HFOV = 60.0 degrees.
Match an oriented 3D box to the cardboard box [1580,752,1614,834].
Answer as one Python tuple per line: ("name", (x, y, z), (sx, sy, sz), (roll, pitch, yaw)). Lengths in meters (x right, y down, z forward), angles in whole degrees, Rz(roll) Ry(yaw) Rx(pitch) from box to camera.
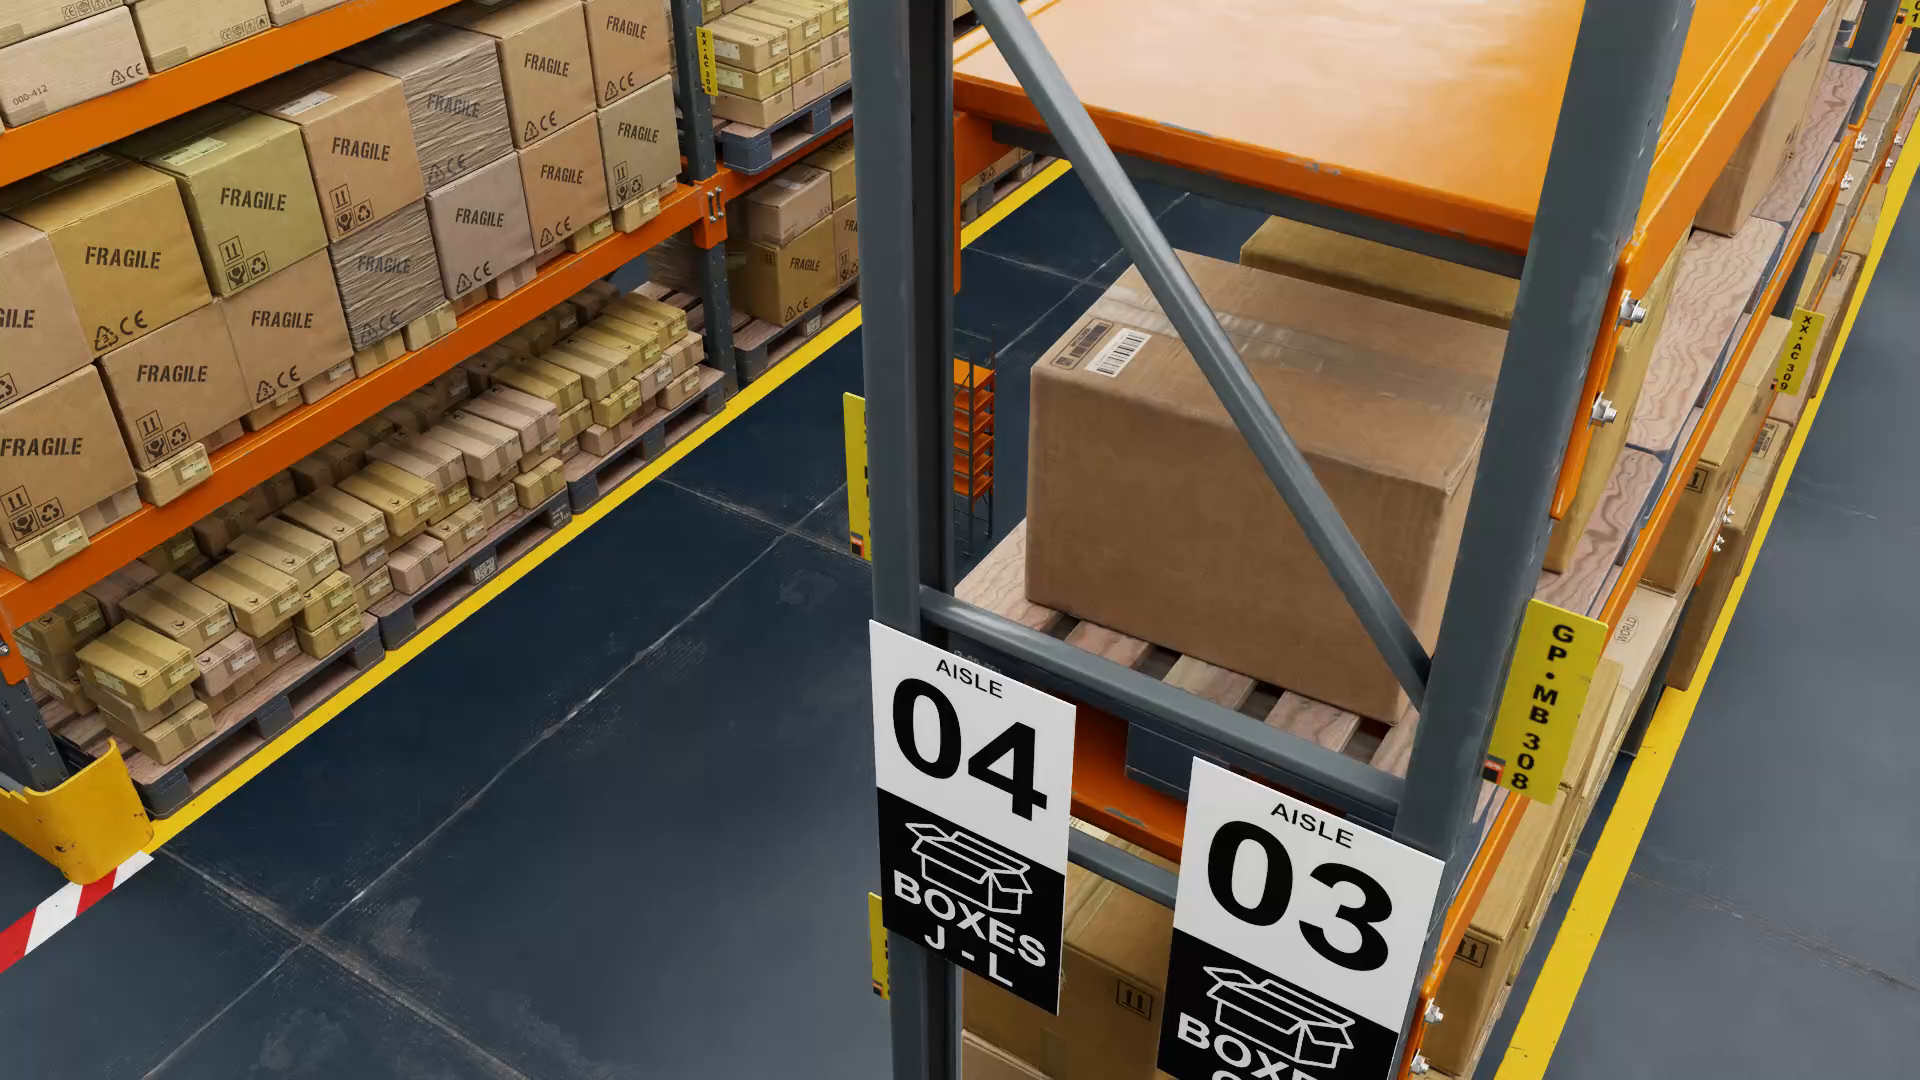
("cardboard box", (1.738, 0.696, 5.035), (0.380, 0.149, 0.250), (22, 43, 26))

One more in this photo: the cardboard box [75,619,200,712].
("cardboard box", (-3.259, 0.495, 6.595), (0.380, 0.149, 0.250), (19, 42, 23))

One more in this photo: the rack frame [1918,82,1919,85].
("rack frame", (6.736, -4.585, 11.680), (1.000, 3.000, 0.127), (21, 42, 25))

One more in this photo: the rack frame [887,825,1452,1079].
("rack frame", (0.307, 1.601, 3.656), (1.000, 3.000, 0.127), (21, 42, 25))

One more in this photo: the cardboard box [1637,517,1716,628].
("cardboard box", (2.160, 0.062, 5.532), (0.500, 0.250, 0.500), (22, 43, 26))

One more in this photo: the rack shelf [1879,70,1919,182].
("rack shelf", (5.665, -3.269, 10.563), (1.077, 0.370, 4.000), (21, 42, 25))

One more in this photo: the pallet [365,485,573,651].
("pallet", (-2.666, -0.042, 8.071), (1.003, 0.211, 1.213), (21, 42, 25))

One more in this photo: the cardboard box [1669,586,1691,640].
("cardboard box", (2.288, 0.168, 5.721), (0.380, 0.149, 0.250), (20, 42, 24))

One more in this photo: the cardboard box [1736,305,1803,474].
("cardboard box", (2.908, -0.656, 6.502), (0.500, 0.500, 0.500), (21, 42, 25))

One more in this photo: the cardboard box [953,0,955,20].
("cardboard box", (-0.251, -3.059, 9.562), (0.380, 0.149, 0.250), (19, 42, 23))

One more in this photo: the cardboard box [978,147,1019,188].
("cardboard box", (0.046, -2.683, 10.916), (0.500, 0.500, 0.500), (23, 43, 27))

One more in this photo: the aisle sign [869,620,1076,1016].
("aisle sign", (0.016, 0.510, 2.941), (0.394, 0.787, 0.004), (21, 42, 25))

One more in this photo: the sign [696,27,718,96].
("sign", (-1.221, -2.305, 8.013), (0.100, 0.325, 0.005), (21, 42, 25))

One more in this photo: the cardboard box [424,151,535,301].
("cardboard box", (-2.251, -1.428, 7.259), (0.500, 0.500, 0.500), (21, 42, 25))

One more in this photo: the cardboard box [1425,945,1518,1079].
("cardboard box", (1.065, 1.113, 4.168), (0.500, 0.250, 0.500), (21, 42, 25))

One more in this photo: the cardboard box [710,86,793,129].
("cardboard box", (-1.084, -2.255, 8.520), (0.380, 0.149, 0.250), (19, 42, 23))

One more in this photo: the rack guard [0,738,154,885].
("rack guard", (-3.786, 0.877, 6.642), (1.175, 0.500, 0.348), (21, 42, 25))

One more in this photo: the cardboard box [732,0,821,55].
("cardboard box", (-0.940, -2.636, 8.527), (0.380, 0.149, 0.250), (22, 43, 26))

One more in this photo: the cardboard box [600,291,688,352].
("cardboard box", (-1.654, -1.140, 8.715), (0.380, 0.149, 0.250), (22, 43, 26))

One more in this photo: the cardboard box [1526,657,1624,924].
("cardboard box", (1.333, 0.560, 4.272), (0.500, 0.500, 0.500), (20, 42, 24))

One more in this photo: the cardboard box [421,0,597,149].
("cardboard box", (-1.979, -2.090, 7.299), (0.500, 0.500, 0.500), (20, 42, 24))

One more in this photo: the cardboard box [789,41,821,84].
("cardboard box", (-0.947, -2.507, 8.603), (0.380, 0.149, 0.250), (20, 42, 24))

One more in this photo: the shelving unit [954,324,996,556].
("shelving unit", (0.008, -0.483, 7.833), (0.258, 1.200, 0.189), (21, 42, 25))

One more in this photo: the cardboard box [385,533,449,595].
("cardboard box", (-2.585, 0.073, 7.629), (0.380, 0.149, 0.250), (19, 42, 23))

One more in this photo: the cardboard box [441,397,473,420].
("cardboard box", (-2.622, -0.639, 8.309), (0.380, 0.149, 0.250), (23, 43, 27))

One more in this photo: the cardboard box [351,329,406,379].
("cardboard box", (-2.583, -0.855, 7.047), (0.380, 0.149, 0.250), (23, 43, 27))

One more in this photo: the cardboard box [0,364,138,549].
("cardboard box", (-3.353, -0.372, 5.890), (0.500, 0.500, 0.500), (23, 43, 27))

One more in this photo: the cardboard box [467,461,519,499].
("cardboard box", (-2.345, -0.370, 7.960), (0.380, 0.149, 0.250), (19, 42, 23))

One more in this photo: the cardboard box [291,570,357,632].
("cardboard box", (-2.849, 0.211, 7.207), (0.380, 0.149, 0.250), (23, 43, 26))

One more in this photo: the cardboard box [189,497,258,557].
("cardboard box", (-3.350, -0.101, 7.367), (0.380, 0.149, 0.250), (19, 42, 23))

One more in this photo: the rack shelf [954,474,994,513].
("rack shelf", (0.008, -0.257, 8.006), (0.258, 0.103, 0.180), (21, 42, 25))

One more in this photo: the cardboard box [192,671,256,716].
("cardboard box", (-3.204, 0.562, 6.994), (0.380, 0.149, 0.250), (21, 42, 25))

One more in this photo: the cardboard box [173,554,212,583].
("cardboard box", (-3.508, 0.138, 7.302), (0.380, 0.149, 0.250), (19, 42, 23))

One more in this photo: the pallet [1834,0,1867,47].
("pallet", (2.900, -2.062, 6.107), (0.805, 0.209, 1.217), (19, 42, 23))

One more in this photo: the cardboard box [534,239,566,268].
("cardboard box", (-2.075, -1.415, 7.774), (0.380, 0.149, 0.250), (20, 42, 24))

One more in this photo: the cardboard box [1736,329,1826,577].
("cardboard box", (3.254, -0.583, 7.886), (1.225, 0.875, 0.875), (20, 42, 24))

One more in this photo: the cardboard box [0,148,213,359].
("cardboard box", (-3.097, -1.034, 5.929), (0.500, 0.500, 0.500), (22, 43, 26))

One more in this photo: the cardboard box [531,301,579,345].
("cardboard box", (-2.241, -1.176, 8.762), (0.380, 0.149, 0.250), (23, 43, 27))

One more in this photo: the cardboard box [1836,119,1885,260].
("cardboard box", (3.991, -1.703, 7.860), (0.500, 0.500, 0.500), (20, 42, 24))

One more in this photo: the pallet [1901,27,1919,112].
("pallet", (4.885, -2.849, 9.586), (1.213, 0.211, 1.003), (21, 42, 25))

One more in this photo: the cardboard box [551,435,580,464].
("cardboard box", (-2.147, -0.499, 8.371), (0.380, 0.149, 0.250), (20, 42, 24))

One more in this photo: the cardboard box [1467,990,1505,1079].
("cardboard box", (1.188, 1.226, 4.348), (0.380, 0.149, 0.250), (21, 42, 24))

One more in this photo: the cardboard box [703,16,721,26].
("cardboard box", (-1.497, -2.726, 8.887), (0.380, 0.149, 0.250), (21, 43, 25))

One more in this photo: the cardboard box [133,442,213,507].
("cardboard box", (-3.085, -0.300, 6.327), (0.380, 0.149, 0.250), (20, 42, 24))

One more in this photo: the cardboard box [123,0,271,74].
("cardboard box", (-2.819, -1.890, 5.850), (0.500, 0.250, 0.500), (20, 42, 24))

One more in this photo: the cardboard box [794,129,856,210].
("cardboard box", (-0.781, -2.179, 9.648), (0.500, 0.250, 0.500), (22, 43, 26))

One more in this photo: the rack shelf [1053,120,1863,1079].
("rack shelf", (1.379, -0.333, 4.297), (1.077, 0.370, 4.000), (21, 42, 25))

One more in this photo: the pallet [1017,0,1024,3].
("pallet", (0.168, -3.719, 10.715), (1.213, 0.211, 1.003), (21, 42, 25))

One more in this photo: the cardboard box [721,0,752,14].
("cardboard box", (-1.350, -2.980, 8.973), (0.380, 0.149, 0.250), (20, 42, 24))

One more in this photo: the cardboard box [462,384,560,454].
("cardboard box", (-2.157, -0.586, 7.997), (0.380, 0.149, 0.250), (19, 42, 23))

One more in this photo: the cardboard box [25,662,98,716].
("cardboard box", (-3.721, 0.550, 7.011), (0.380, 0.149, 0.250), (22, 43, 26))

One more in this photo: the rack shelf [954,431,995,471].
("rack shelf", (0.008, -0.447, 7.860), (0.258, 0.103, 0.180), (21, 42, 25))

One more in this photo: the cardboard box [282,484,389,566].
("cardboard box", (-2.750, -0.070, 7.327), (0.380, 0.149, 0.250), (23, 43, 27))

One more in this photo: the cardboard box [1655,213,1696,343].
("cardboard box", (1.180, -0.651, 3.613), (0.700, 0.500, 0.500), (18, 41, 22))

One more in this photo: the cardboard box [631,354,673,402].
("cardboard box", (-1.718, -0.881, 8.622), (0.380, 0.149, 0.250), (19, 42, 23))

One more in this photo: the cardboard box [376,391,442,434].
("cardboard box", (-2.737, -0.616, 8.035), (0.380, 0.149, 0.250), (19, 42, 23))
